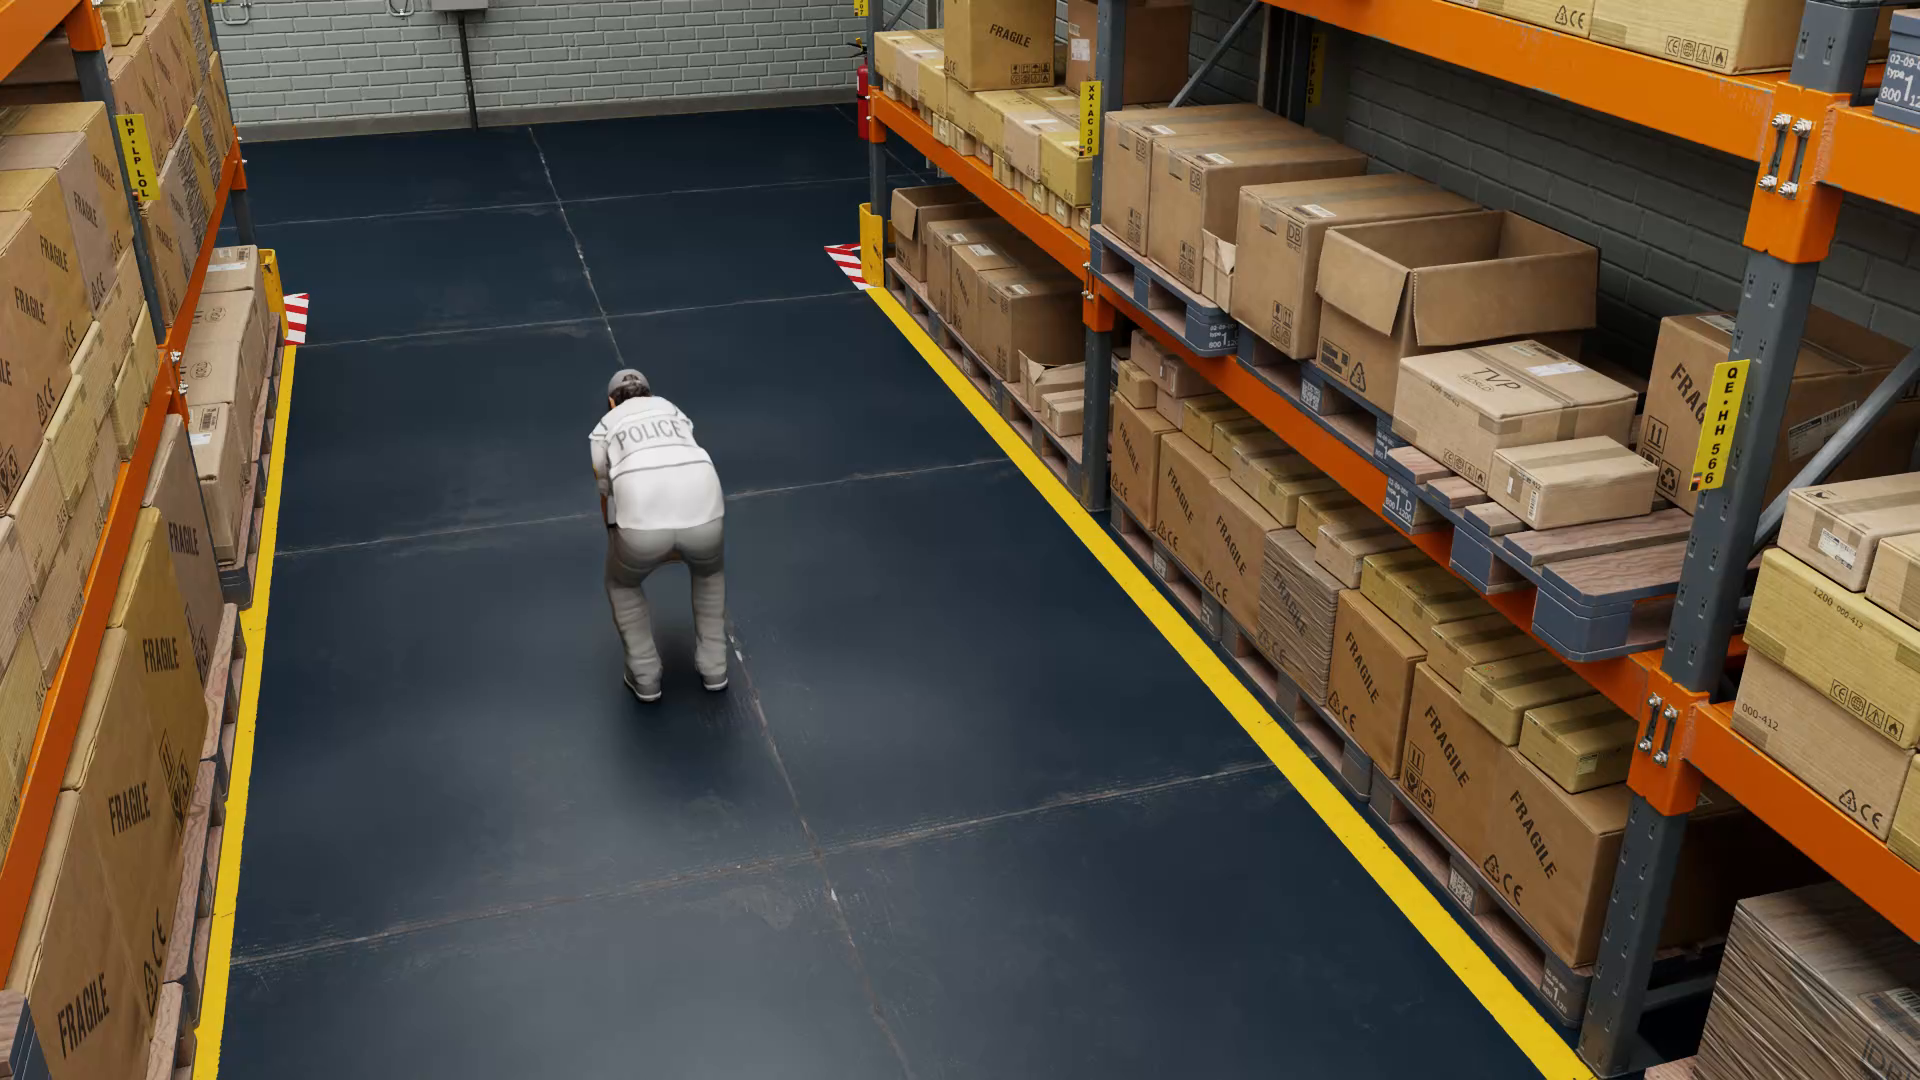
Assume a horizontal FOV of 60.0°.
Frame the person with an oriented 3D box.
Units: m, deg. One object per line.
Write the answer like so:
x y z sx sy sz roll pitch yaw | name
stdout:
-1.215 -0.016 6.700 0.488 1.175 0.917 -9 28 -18 | person
